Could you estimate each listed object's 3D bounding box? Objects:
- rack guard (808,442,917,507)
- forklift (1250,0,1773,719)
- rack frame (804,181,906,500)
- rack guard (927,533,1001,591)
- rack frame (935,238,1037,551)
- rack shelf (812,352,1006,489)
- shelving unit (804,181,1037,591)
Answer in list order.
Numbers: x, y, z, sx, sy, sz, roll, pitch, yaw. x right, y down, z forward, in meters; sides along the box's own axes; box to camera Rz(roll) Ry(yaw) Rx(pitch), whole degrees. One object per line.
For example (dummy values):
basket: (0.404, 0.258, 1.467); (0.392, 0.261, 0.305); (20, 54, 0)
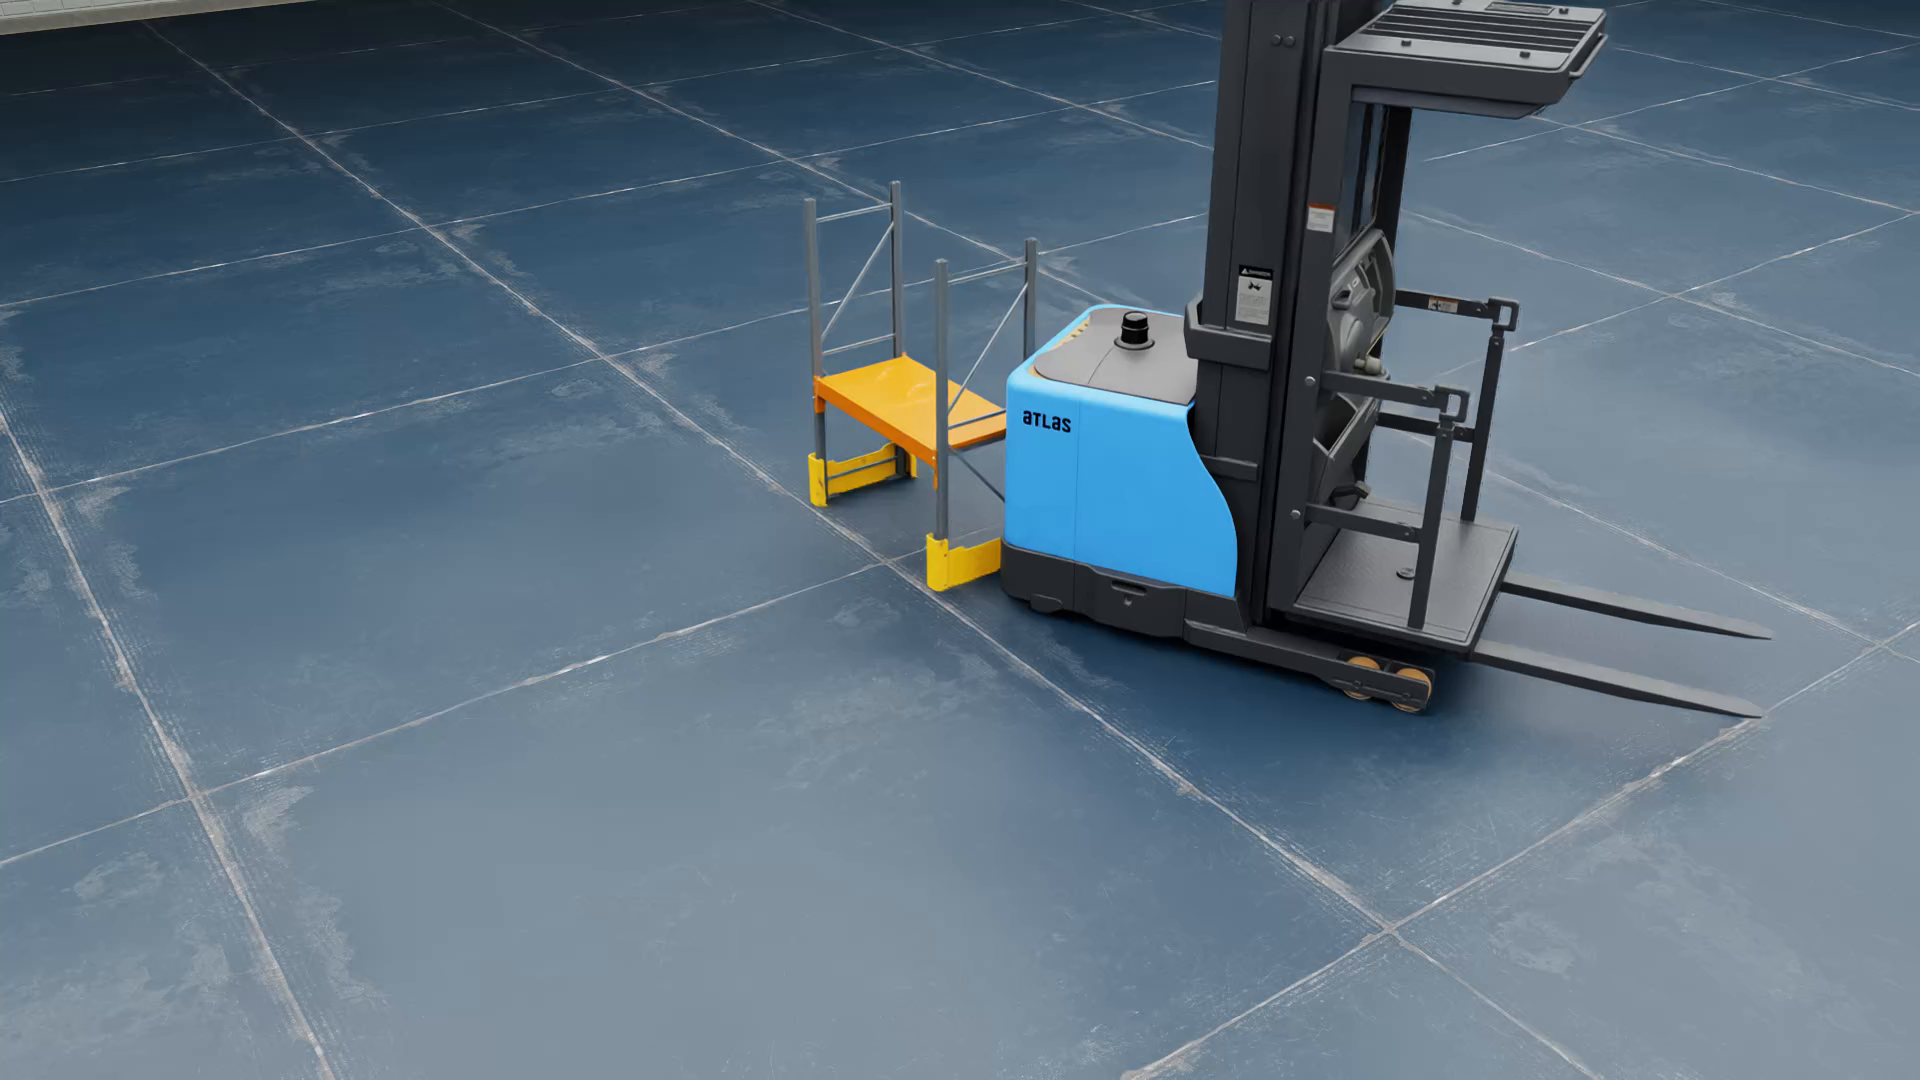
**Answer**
rack guard: (-0.472, -0.363, 8.157); (0.587, 0.250, 0.087); (-19, 34, -31)
forklift: (1.727, -0.904, 6.343); (3.031, 2.935, 1.121); (13, 31, 23)
rack frame: (-0.483, -0.920, 7.872); (0.500, 1.500, 0.032); (-19, 34, -31)
rack guard: (0.109, 0.023, 7.446); (0.587, 0.250, 0.087); (-19, 34, -31)
rack frame: (0.110, -0.526, 7.147); (0.500, 1.500, 0.032); (-19, 34, -31)
rack shelf: (-0.187, -0.565, 7.596); (0.538, 0.185, 1.000); (-19, 34, -31)
shelving unit: (-0.181, -0.719, 7.503); (0.587, 1.500, 1.083); (-19, 34, -31)
